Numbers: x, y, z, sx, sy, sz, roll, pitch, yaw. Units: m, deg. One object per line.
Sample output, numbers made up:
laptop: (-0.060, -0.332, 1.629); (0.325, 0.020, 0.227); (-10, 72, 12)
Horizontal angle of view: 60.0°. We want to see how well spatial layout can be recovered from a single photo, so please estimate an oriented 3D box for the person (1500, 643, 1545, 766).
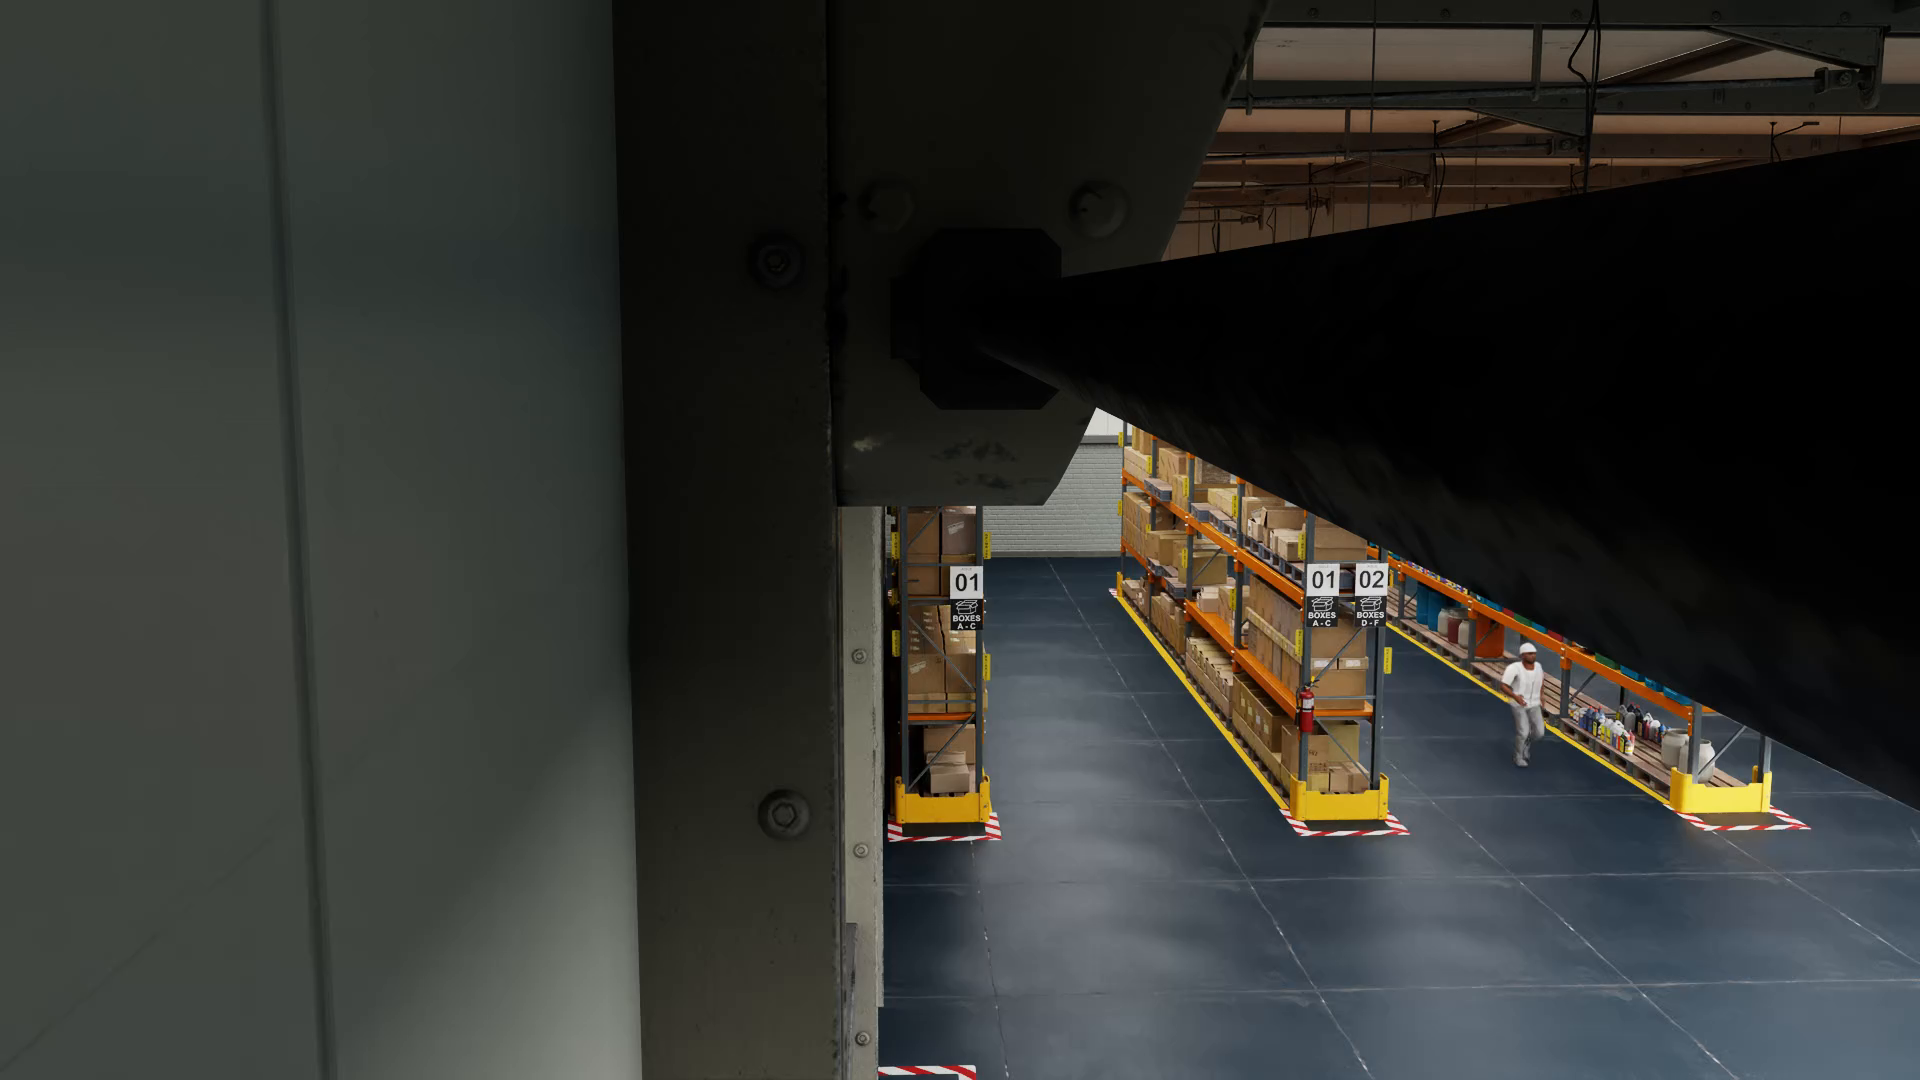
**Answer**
person: (7.782, 2.267, 22.868); (0.712, 1.725, 0.573); (-2, 8, -12)
